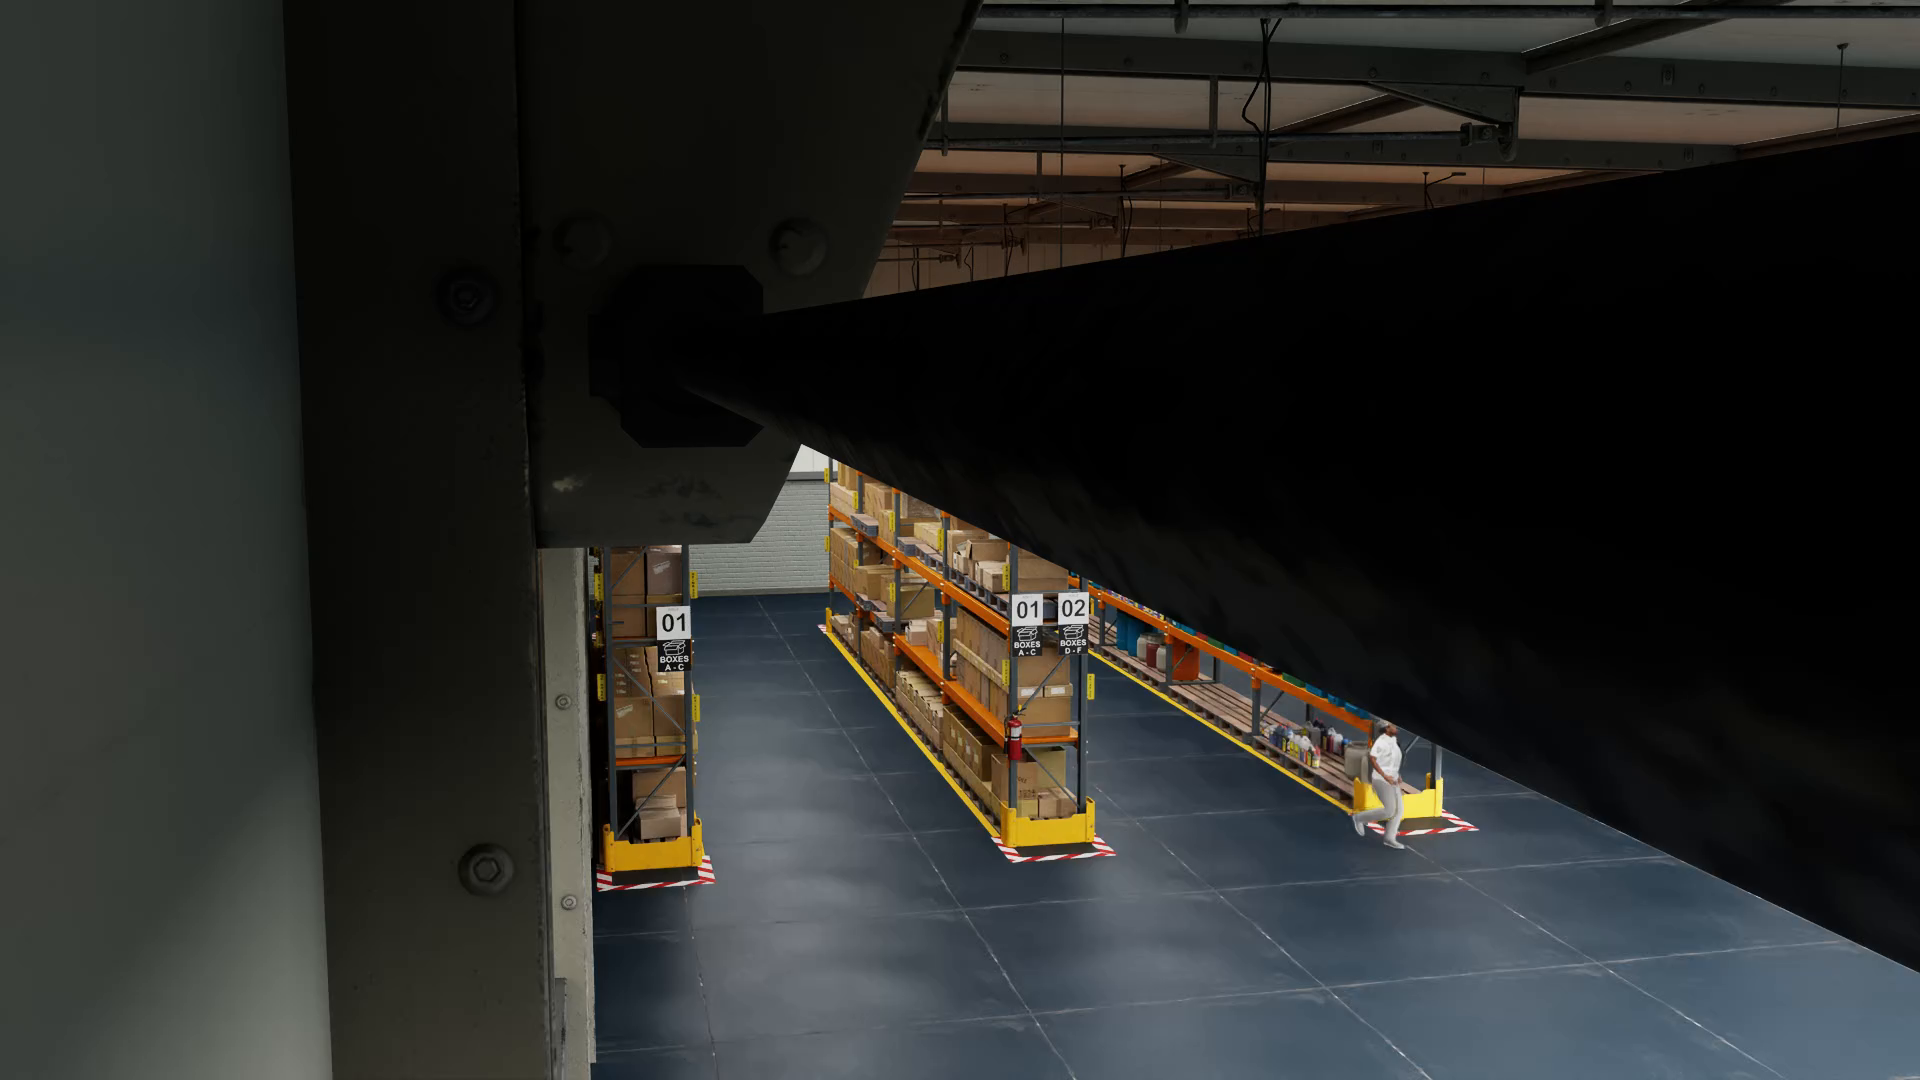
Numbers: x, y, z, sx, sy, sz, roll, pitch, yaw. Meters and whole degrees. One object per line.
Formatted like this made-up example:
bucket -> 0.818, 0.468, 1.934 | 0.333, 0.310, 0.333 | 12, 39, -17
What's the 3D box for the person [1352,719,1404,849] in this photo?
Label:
person -> 5.400, 3.024, 21.081 | 0.688, 1.631, 0.626 | 5, 8, 34
